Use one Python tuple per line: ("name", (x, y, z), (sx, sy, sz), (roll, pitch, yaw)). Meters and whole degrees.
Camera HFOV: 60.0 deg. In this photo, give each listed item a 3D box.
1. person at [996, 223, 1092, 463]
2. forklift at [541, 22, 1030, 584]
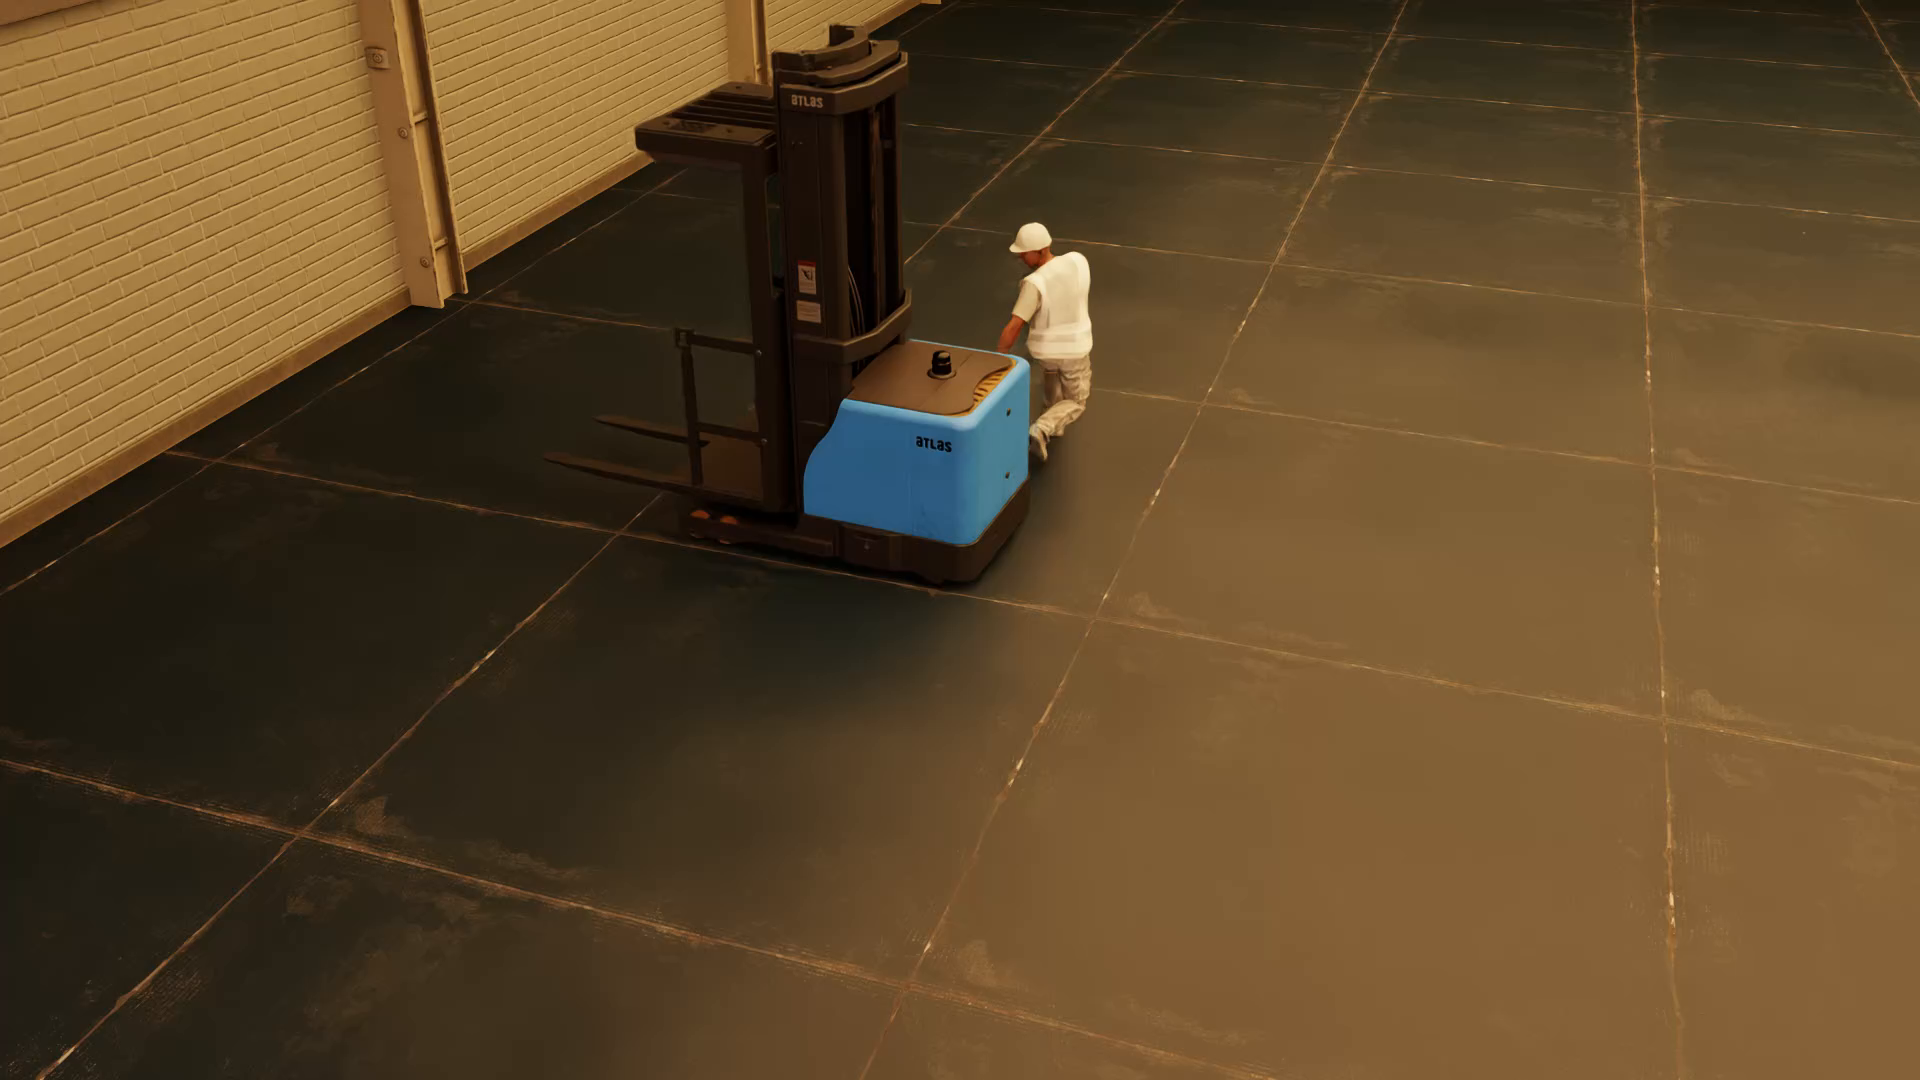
("person", (0.537, -1.306, 10.886), (0.670, 1.549, 0.935), (3, 30, 5))
("forklift", (-1.139, -1.478, 9.729), (3.031, 2.935, 1.130), (11, 32, 19))
